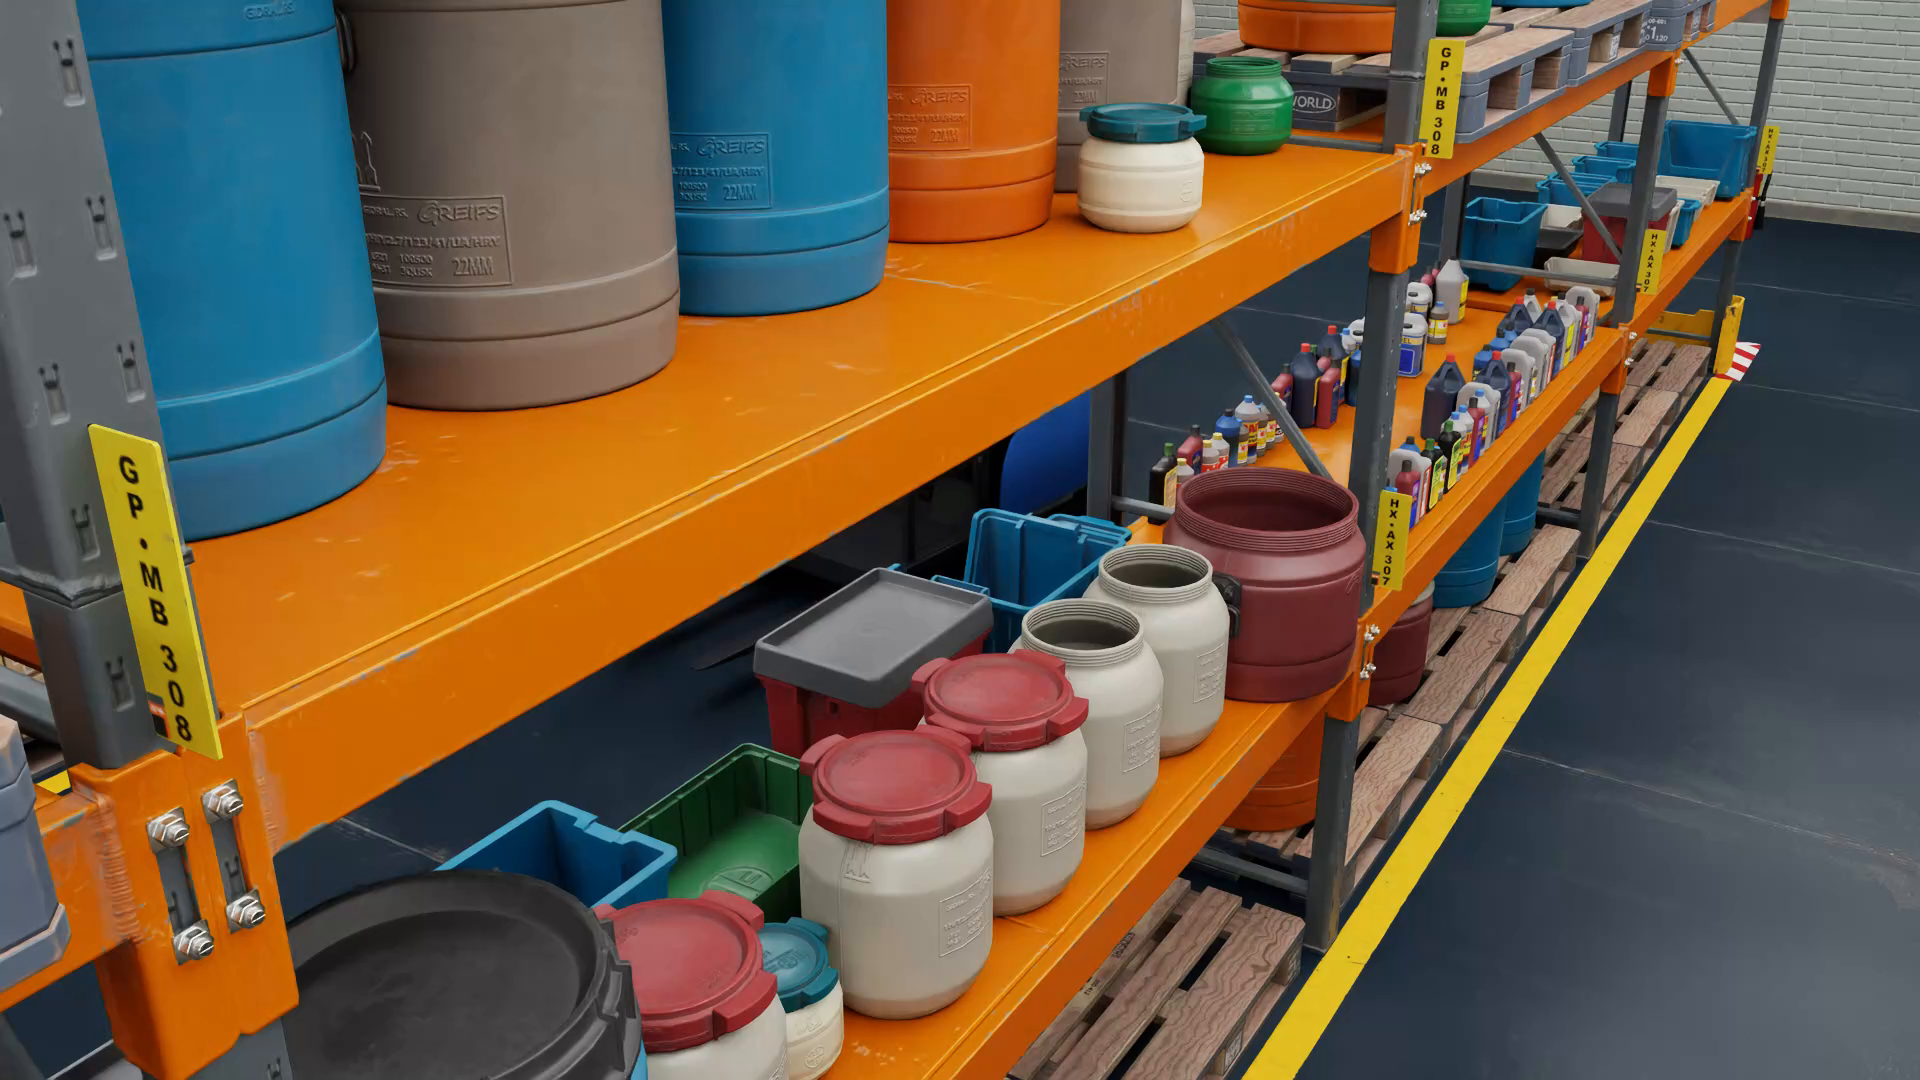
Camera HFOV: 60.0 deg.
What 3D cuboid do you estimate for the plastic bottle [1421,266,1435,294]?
[{"bbox_3d":[2.377,-1.252,8.513,0.061,0.283,0.133,14,27,29],"label":"plastic bottle"}]

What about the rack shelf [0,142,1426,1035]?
[{"bbox_3d":[-0.161,-0.406,3.543,1.077,0.370,4.000,14,27,29],"label":"rack shelf"}]

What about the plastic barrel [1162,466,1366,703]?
[{"bbox_3d":[0.906,0.123,5.020,0.600,0.536,0.708,14,27,29],"label":"plastic barrel"}]

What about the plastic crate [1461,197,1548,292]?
[{"bbox_3d":[2.960,-1.634,9.194,0.392,0.384,0.575,14,27,29],"label":"plastic crate"}]

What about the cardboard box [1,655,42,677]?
[{"bbox_3d":[-3.917,0.313,6.979,0.500,0.311,0.500,14,27,29],"label":"cardboard box"}]

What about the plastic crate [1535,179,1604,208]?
[{"bbox_3d":[3.851,-2.126,10.520,0.416,0.233,0.300,14,27,29],"label":"plastic crate"}]

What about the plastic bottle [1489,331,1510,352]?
[{"bbox_3d":[2.425,-0.806,7.498,0.097,0.271,0.097,0,23,0],"label":"plastic bottle"}]

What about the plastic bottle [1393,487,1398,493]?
[{"bbox_3d":[1.532,-0.088,5.928,0.097,0.201,0.097,0,23,0],"label":"plastic bottle"}]

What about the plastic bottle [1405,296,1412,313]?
[{"bbox_3d":[2.158,-1.093,8.160,0.097,0.271,0.097,0,23,0],"label":"plastic bottle"}]

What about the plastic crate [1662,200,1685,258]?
[{"bbox_3d":[3.965,-1.835,9.786,0.437,0.282,0.530,14,27,29],"label":"plastic crate"}]

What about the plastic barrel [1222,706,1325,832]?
[{"bbox_3d":[1.137,0.600,6.292,0.600,0.830,0.708,14,27,29],"label":"plastic barrel"}]

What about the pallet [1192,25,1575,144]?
[{"bbox_3d":[1.380,-1.562,5.546,1.003,0.211,1.213,14,27,29],"label":"pallet"}]

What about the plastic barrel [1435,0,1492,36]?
[{"bbox_3d":[1.648,-1.842,5.621,0.294,0.245,0.294,0,23,0],"label":"plastic barrel"}]

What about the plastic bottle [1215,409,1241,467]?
[{"bbox_3d":[1.045,-0.381,6.515,0.097,0.271,0.097,0,23,0],"label":"plastic bottle"}]

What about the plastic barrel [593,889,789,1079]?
[{"bbox_3d":[-0.525,0.976,3.049,0.433,0.535,0.433,0,23,0],"label":"plastic barrel"}]

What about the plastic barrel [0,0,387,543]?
[{"bbox_3d":[-1.133,-0.509,2.242,0.600,0.901,0.708,14,27,29],"label":"plastic barrel"}]

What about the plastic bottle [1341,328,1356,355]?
[{"bbox_3d":[1.740,-0.825,7.543,0.097,0.271,0.097,0,23,0],"label":"plastic bottle"}]

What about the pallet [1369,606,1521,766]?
[{"bbox_3d":[1.918,0.560,7.691,1.003,0.211,1.213,14,27,29],"label":"pallet"}]

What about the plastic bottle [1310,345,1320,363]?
[{"bbox_3d":[1.515,-0.700,7.239,0.061,0.283,0.133,14,27,29],"label":"plastic bottle"}]

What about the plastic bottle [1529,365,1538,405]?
[{"bbox_3d":[2.503,-0.709,7.363,0.097,0.201,0.097,0,23,0],"label":"plastic bottle"}]

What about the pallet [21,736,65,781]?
[{"bbox_3d":[-4.424,0.885,6.939,1.003,0.211,1.213,14,27,29],"label":"pallet"}]

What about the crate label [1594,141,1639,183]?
[{"bbox_3d":[4.704,-2.671,11.780,0.416,0.233,0.303,14,27,29],"label":"crate label"}]

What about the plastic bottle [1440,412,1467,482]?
[{"bbox_3d":[1.917,-0.367,6.483,0.097,0.271,0.097,0,23,0],"label":"plastic bottle"}]

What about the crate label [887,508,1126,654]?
[{"bbox_3d":[0.140,0.227,4.904,0.502,0.435,0.616,14,27,29],"label":"crate label"}]

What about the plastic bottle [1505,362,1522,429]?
[{"bbox_3d":[2.335,-0.626,7.067,0.061,0.283,0.133,14,27,29],"label":"plastic bottle"}]

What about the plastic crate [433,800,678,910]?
[{"bbox_3d":[-0.899,0.885,3.450,0.392,0.384,0.575,14,27,29],"label":"plastic crate"}]

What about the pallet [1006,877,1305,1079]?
[{"bbox_3d":[0.452,1.498,5.524,1.003,0.211,1.213,14,27,29],"label":"pallet"}]

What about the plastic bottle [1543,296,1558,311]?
[{"bbox_3d":[2.954,-1.113,8.295,0.097,0.201,0.097,0,23,0],"label":"plastic bottle"}]

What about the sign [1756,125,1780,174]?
[{"bbox_3d":[5.589,-2.700,11.506,0.100,0.325,0.005,14,27,29],"label":"sign"}]

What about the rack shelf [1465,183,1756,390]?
[{"bbox_3d":[4.059,-1.730,10.376,1.077,0.370,4.000,14,27,29],"label":"rack shelf"}]

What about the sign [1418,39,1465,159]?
[{"bbox_3d":[1.365,-1.251,4.719,0.100,0.325,0.005,14,27,29],"label":"sign"}]

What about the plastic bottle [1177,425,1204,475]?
[{"bbox_3d":[0.866,-0.285,6.280,0.061,0.283,0.133,14,27,29],"label":"plastic bottle"}]

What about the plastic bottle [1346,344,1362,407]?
[{"bbox_3d":[1.760,-0.729,7.321,0.097,0.271,0.097,0,23,0],"label":"plastic bottle"}]

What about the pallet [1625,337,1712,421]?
[{"bbox_3d":[4.646,-1.185,11.722,1.003,0.211,1.213,14,27,29],"label":"pallet"}]

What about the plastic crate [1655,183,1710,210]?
[{"bbox_3d":[4.672,-2.234,10.890,0.396,0.136,0.243,14,27,29],"label":"plastic crate"}]

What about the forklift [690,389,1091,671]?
[{"bbox_3d":[-0.468,-1.116,8.138,1.130,2.935,3.031,18,29,35],"label":"forklift"}]

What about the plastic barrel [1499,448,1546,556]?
[{"bbox_3d":[2.702,-0.435,8.591,0.600,0.901,0.708,14,27,29],"label":"plastic barrel"}]

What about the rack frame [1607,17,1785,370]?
[{"bbox_3d":[5.113,-2.735,11.792,1.000,3.000,0.127,14,27,29],"label":"rack frame"}]

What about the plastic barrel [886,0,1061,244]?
[{"bbox_3d":[-0.069,-1.156,3.829,0.600,0.830,0.708,14,27,29],"label":"plastic barrel"}]

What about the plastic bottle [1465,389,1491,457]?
[{"bbox_3d":[2.090,-0.477,6.739,0.097,0.271,0.097,0,23,0],"label":"plastic bottle"}]

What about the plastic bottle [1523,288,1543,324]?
[{"bbox_3d":[2.674,-1.014,7.878,0.144,0.351,0.185,14,27,29],"label":"plastic bottle"}]

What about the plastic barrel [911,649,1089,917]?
[{"bbox_3d":[0.090,0.582,3.958,0.433,0.535,0.433,0,23,0],"label":"plastic barrel"}]

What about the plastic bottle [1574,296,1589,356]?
[{"bbox_3d":[2.987,-1.043,8.030,0.061,0.283,0.133,14,27,29],"label":"plastic bottle"}]

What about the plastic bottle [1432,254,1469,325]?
[{"bbox_3d":[2.521,-1.298,8.534,0.144,0.351,0.185,14,27,29],"label":"plastic bottle"}]

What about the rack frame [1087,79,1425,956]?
[{"bbox_3d":[0.894,-0.035,5.555,1.000,3.000,0.127,14,27,29],"label":"rack frame"}]

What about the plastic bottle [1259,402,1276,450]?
[{"bbox_3d":[1.251,-0.480,6.833,0.097,0.201,0.097,0,23,0],"label":"plastic bottle"}]

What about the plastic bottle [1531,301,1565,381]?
[{"bbox_3d":[2.699,-0.921,7.664,0.144,0.351,0.185,14,27,29],"label":"plastic bottle"}]

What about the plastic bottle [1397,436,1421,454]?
[{"bbox_3d":[1.673,-0.256,6.229,0.097,0.271,0.097,0,23,0],"label":"plastic bottle"}]

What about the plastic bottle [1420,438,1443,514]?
[{"bbox_3d":[1.750,-0.252,6.202,0.061,0.283,0.133,14,27,29],"label":"plastic bottle"}]
